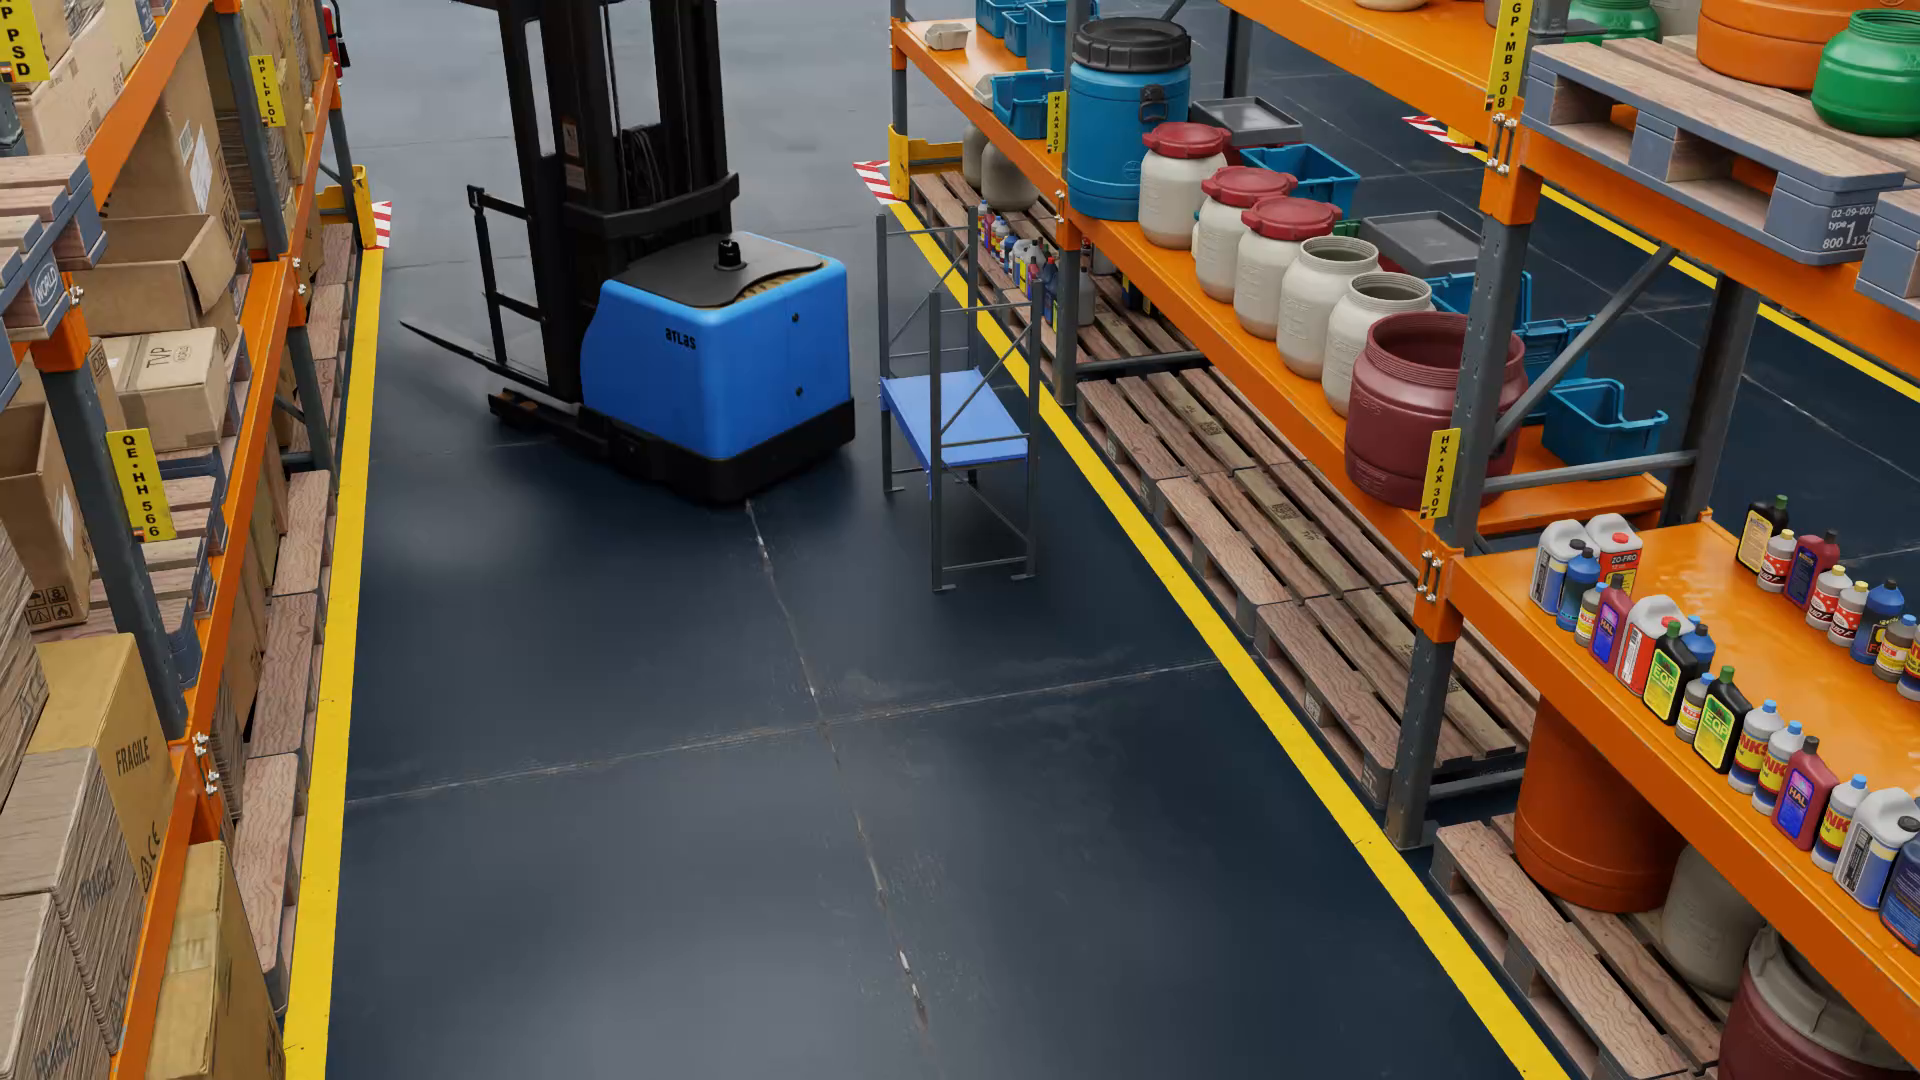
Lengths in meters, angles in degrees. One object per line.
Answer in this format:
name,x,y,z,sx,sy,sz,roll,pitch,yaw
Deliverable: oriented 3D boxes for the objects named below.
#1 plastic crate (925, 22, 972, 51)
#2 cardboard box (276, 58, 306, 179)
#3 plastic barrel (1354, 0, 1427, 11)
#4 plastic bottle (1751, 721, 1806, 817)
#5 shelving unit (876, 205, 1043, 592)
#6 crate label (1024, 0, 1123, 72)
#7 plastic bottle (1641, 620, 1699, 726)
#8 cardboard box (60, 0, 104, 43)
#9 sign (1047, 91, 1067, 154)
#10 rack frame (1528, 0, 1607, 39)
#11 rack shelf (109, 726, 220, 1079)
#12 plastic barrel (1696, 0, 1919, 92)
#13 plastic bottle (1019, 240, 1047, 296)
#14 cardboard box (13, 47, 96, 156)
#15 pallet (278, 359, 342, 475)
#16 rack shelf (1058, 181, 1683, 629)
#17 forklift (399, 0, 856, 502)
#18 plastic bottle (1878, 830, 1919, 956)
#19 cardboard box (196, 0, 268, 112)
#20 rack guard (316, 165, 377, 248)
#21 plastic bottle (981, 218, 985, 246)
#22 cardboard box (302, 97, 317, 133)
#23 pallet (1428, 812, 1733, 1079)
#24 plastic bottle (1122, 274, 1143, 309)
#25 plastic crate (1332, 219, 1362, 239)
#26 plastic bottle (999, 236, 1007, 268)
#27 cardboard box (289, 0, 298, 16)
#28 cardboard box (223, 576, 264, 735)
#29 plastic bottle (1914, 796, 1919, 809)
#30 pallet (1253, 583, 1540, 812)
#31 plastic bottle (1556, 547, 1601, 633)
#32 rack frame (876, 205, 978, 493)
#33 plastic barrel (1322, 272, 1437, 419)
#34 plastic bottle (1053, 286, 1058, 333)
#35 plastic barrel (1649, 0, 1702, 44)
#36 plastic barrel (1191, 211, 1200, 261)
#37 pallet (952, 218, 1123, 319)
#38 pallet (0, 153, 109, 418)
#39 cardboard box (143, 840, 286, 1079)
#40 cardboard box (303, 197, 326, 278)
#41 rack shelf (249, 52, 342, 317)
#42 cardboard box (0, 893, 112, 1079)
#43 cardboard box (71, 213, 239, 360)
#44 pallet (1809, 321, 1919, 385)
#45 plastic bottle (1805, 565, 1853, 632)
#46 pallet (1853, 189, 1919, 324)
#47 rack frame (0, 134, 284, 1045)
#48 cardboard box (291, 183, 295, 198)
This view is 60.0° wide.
plastic crate,-0.090,-3.496,11.559,0.298,0.136,0.250,-8,31,-13
cardboard box,-3.890,-2.138,8.553,0.875,0.500,0.500,-8,31,-13
plastic barrel,1.543,-2.043,5.929,0.301,0.262,0.301,0,30,0
plastic bottle,2.159,0.592,4.361,0.097,0.271,0.097,0,30,0
shelving unit,-0.023,-0.690,7.945,0.538,1.500,1.048,-8,31,-13
crate label,0.732,-3.247,10.831,0.502,0.435,0.616,-8,31,-13
plastic bottle,2.023,0.375,4.724,0.061,0.283,0.133,-8,31,-13
cardboard box,-2.677,-1.627,4.474,0.500,0.500,0.500,-8,31,-13
sign,0.511,-2.205,8.789,0.100,0.325,0.005,-8,31,-13
rack frame,2.106,-2.818,4.135,1.000,3.000,0.127,-8,31,-13
rack shelf,-2.139,1.715,3.012,1.077,0.370,4.000,-8,31,-13
plastic barrel,2.254,-1.613,4.199,0.600,0.830,0.708,-8,31,-13
plastic bottle,0.459,-1.719,10.430,0.144,0.351,0.185,-8,31,-14
cardboard box,-2.549,-1.057,4.237,0.500,0.250,0.500,-7,31,-12
pallet,-3.943,-0.607,9.089,1.003,0.211,1.213,-8,31,-13
rack shelf,1.575,-0.876,7.487,1.077,0.370,4.000,-8,31,-13
forklift,-2.032,-2.060,8.884,3.031,2.935,1.130,22,37,33
plastic bottle,2.316,0.799,3.924,0.144,0.351,0.185,-8,31,-13
cardboard box,-3.605,-2.351,7.922,0.500,0.500,0.500,-8,31,-13
rack guard,-4.773,-2.308,11.738,1.175,0.500,0.348,-8,31,-13
plastic bottle,0.191,-2.097,11.233,0.097,0.201,0.097,0,30,0
cardboard box,-4.019,-2.497,9.821,0.380,0.149,0.250,-8,31,-13
pallet,2.355,1.361,5.688,1.003,0.211,1.213,-8,31,-13
plastic bottle,1.091,-1.623,10.265,0.144,0.351,0.185,-8,31,-13
plastic crate,1.779,-1.258,7.640,0.450,0.188,0.662,-8,31,-13
plastic bottle,0.307,-1.886,10.868,0.097,0.201,0.097,0,30,0
cardboard box,-4.140,-3.316,9.590,0.500,0.500,0.500,-8,31,-13
cardboard box,-3.183,0.469,6.502,0.700,0.500,0.500,-5,30,-9
plastic bottle,2.427,0.714,4.071,0.144,0.351,0.185,-8,31,-13
pallet,1.938,0.606,6.992,1.003,0.211,1.213,-8,31,-13
plastic bottle,1.913,0.146,5.132,0.097,0.271,0.097,0,30,0
rack frame,-0.158,-0.936,8.370,0.500,1.500,0.032,-8,31,-13
plastic barrel,1.627,-0.738,6.419,0.421,0.512,0.421,0,30,0
plastic bottle,0.598,-1.357,9.872,0.061,0.283,0.133,-6,31,-11
plastic barrel,2.319,-1.759,5.188,0.421,0.512,0.421,0,30,0
plastic barrel,1.248,-1.434,7.871,0.301,0.262,0.301,0,30,0
pallet,0.579,-1.867,11.264,1.003,0.211,1.213,-8,31,-13
pallet,-2.447,-0.475,3.271,1.213,0.211,1.003,-6,31,-11
cardboard box,-2.506,1.511,4.347,1.225,0.875,0.875,-9,31,-16
cardboard box,-4.452,-1.939,10.681,0.500,0.500,0.500,0,30,0
rack shelf,-4.262,-2.149,9.687,1.077,0.370,4.000,-8,31,-13
cardboard box,-2.032,1.091,3.270,0.500,0.500,0.500,-9,31,-15
cardboard box,-3.182,-0.896,6.282,0.797,0.503,0.637,-5,30,-8
pallet,6.054,-1.253,10.203,1.003,0.211,1.213,-8,31,-13
plastic bottle,2.699,0.173,5.155,0.097,0.201,0.097,0,30,0
pallet,2.561,-0.419,3.174,1.003,0.211,1.213,-8,31,-13
rack frame,-2.669,0.437,4.500,1.000,3.000,0.127,-8,31,-13
cardboard box,-3.645,-1.769,8.563,0.380,0.149,0.250,-8,31,-13
